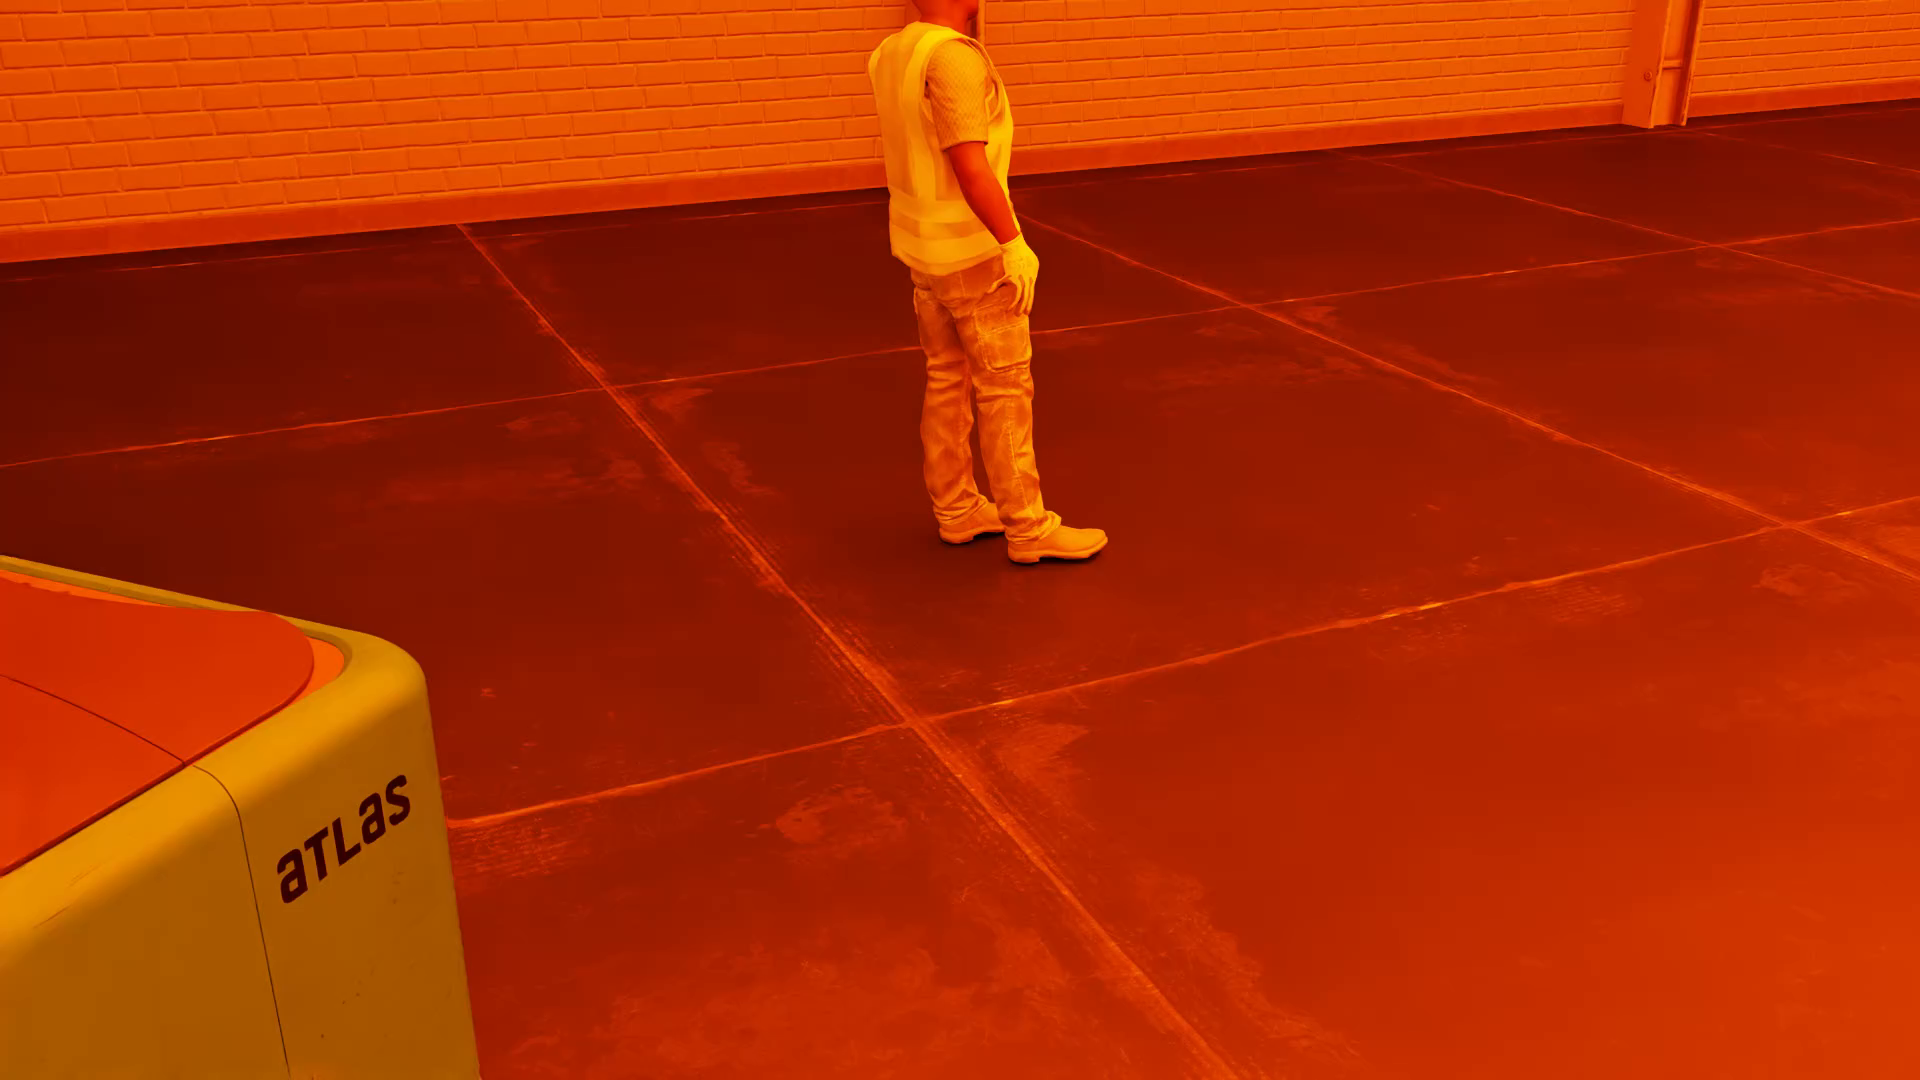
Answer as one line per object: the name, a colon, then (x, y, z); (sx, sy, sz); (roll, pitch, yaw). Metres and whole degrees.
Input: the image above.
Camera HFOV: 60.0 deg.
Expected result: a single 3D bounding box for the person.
person: (0.069, -0.839, 4.783); (0.575, 1.785, 0.657); (-10, 25, -23)
